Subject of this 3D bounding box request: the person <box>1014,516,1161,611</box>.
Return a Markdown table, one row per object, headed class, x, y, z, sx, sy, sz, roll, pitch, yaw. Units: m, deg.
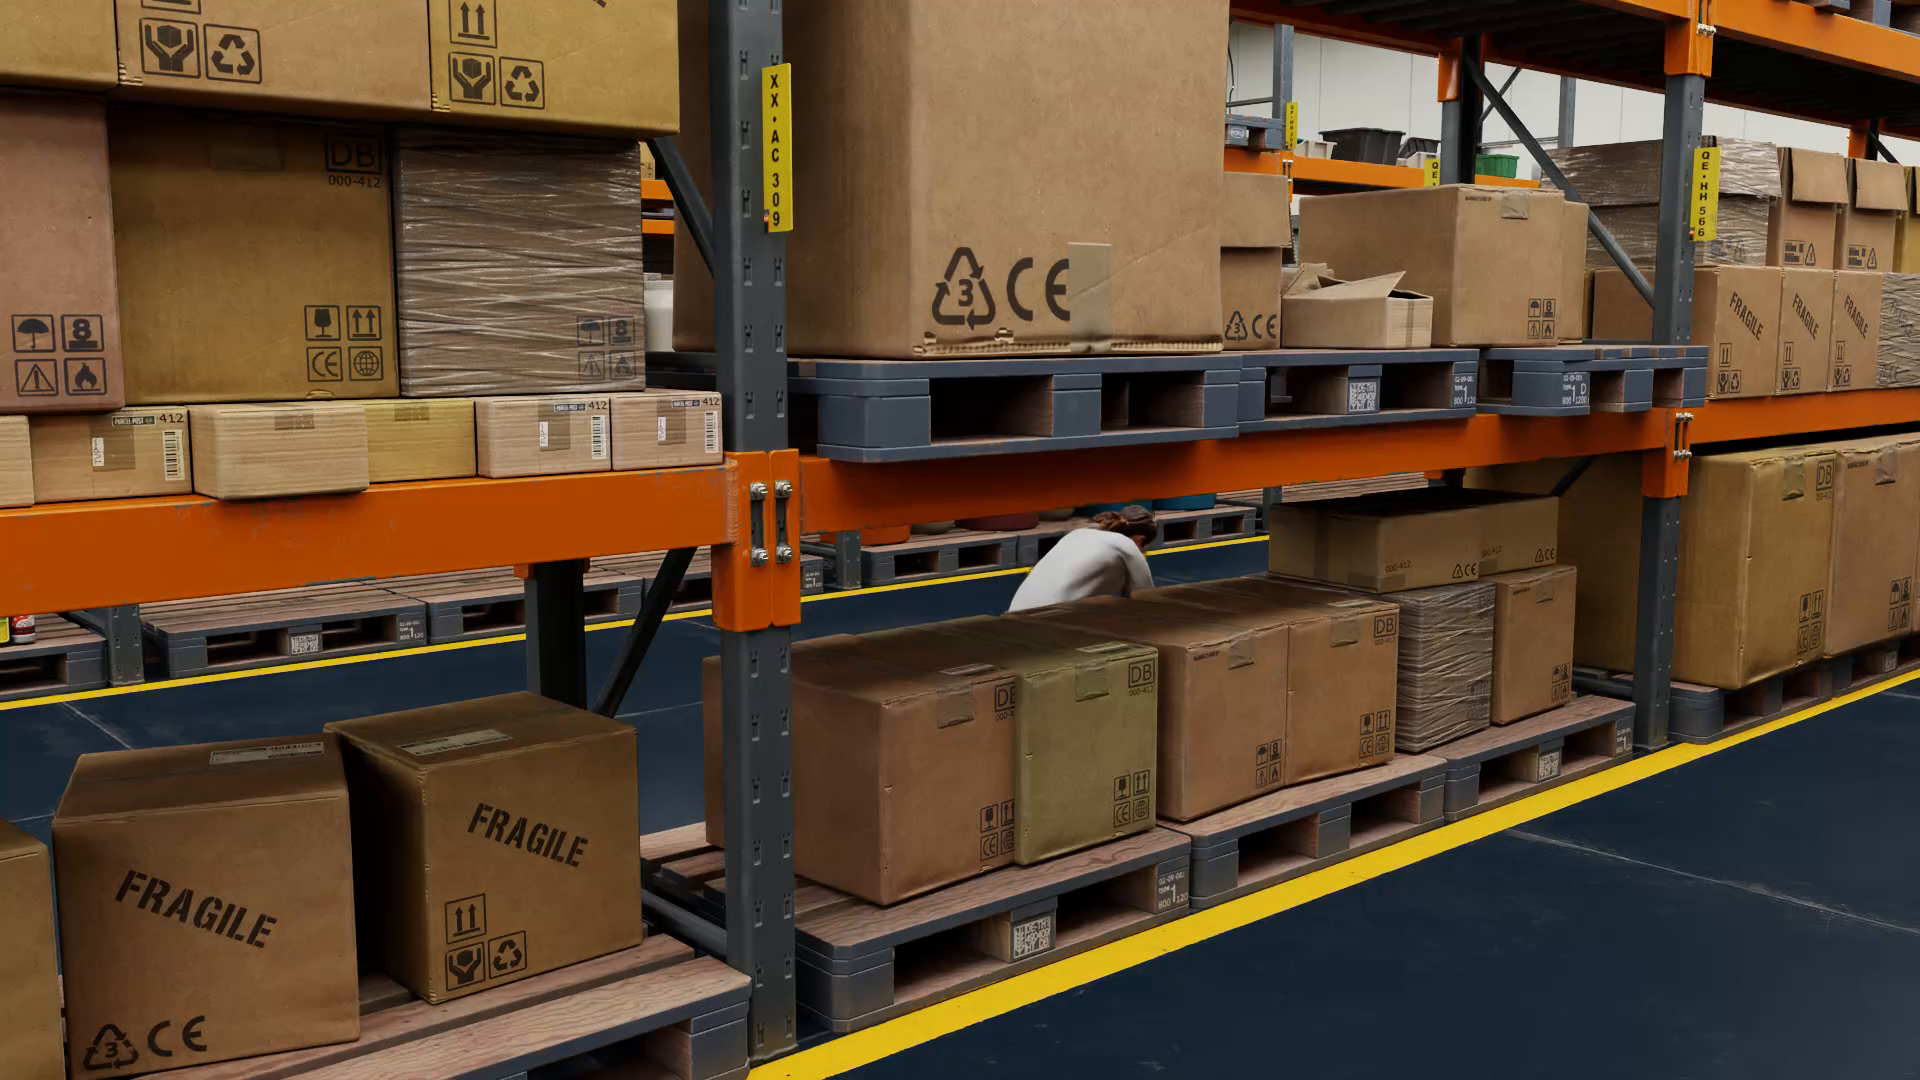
| class | x | y | z | sx | sy | sz | roll | pitch | yaw |
| --- | --- | --- | --- | --- | --- | --- | --- | --- | --- |
| person | 0.552 | 0.332 | 6.782 | 0.807 | 0.799 | 0.476 | -7 | 10 | -41 |
